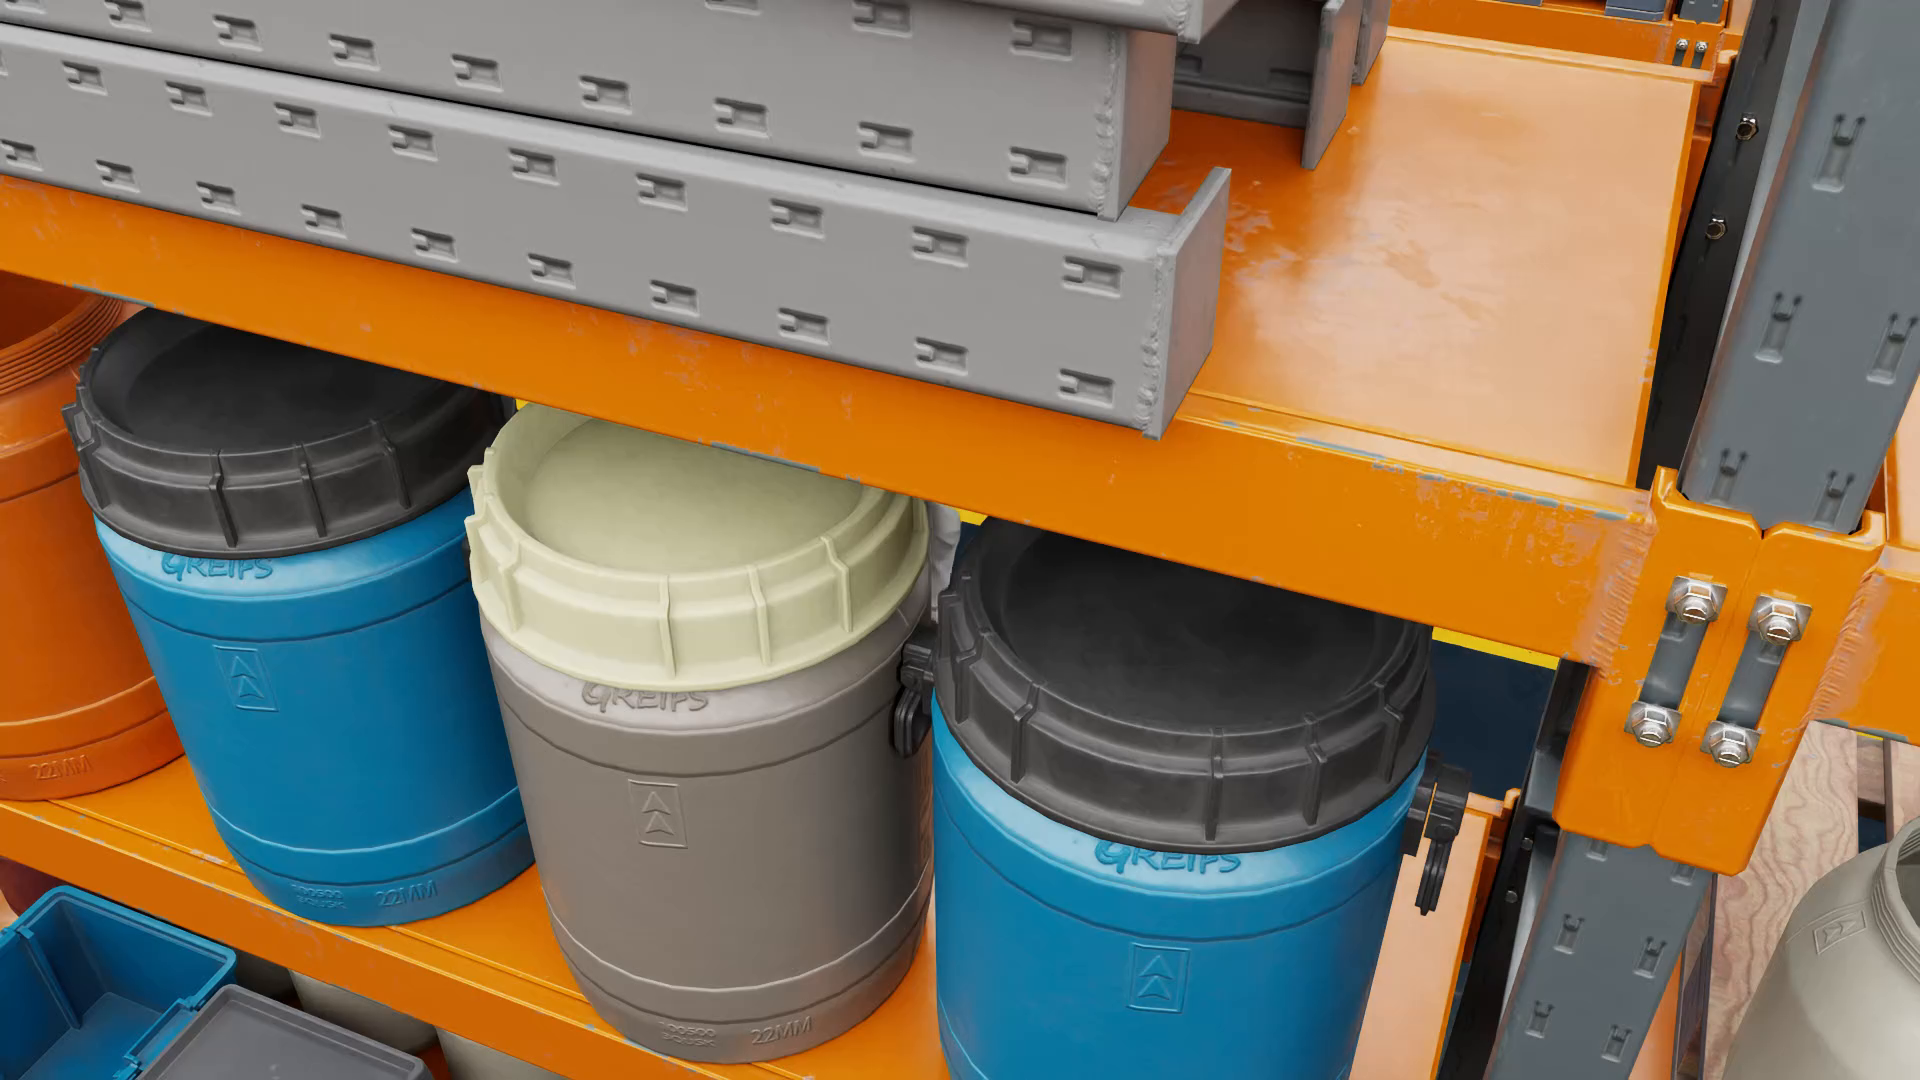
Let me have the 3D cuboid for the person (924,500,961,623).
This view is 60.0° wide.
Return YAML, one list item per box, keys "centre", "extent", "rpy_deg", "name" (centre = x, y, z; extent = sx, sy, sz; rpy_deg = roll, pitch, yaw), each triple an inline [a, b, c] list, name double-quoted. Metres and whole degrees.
- centre: [-0.239, -0.347, 7.109]
  extent: [0.485, 1.661, 0.568]
  rpy_deg: [-26, 45, -30]
  name: "person"
